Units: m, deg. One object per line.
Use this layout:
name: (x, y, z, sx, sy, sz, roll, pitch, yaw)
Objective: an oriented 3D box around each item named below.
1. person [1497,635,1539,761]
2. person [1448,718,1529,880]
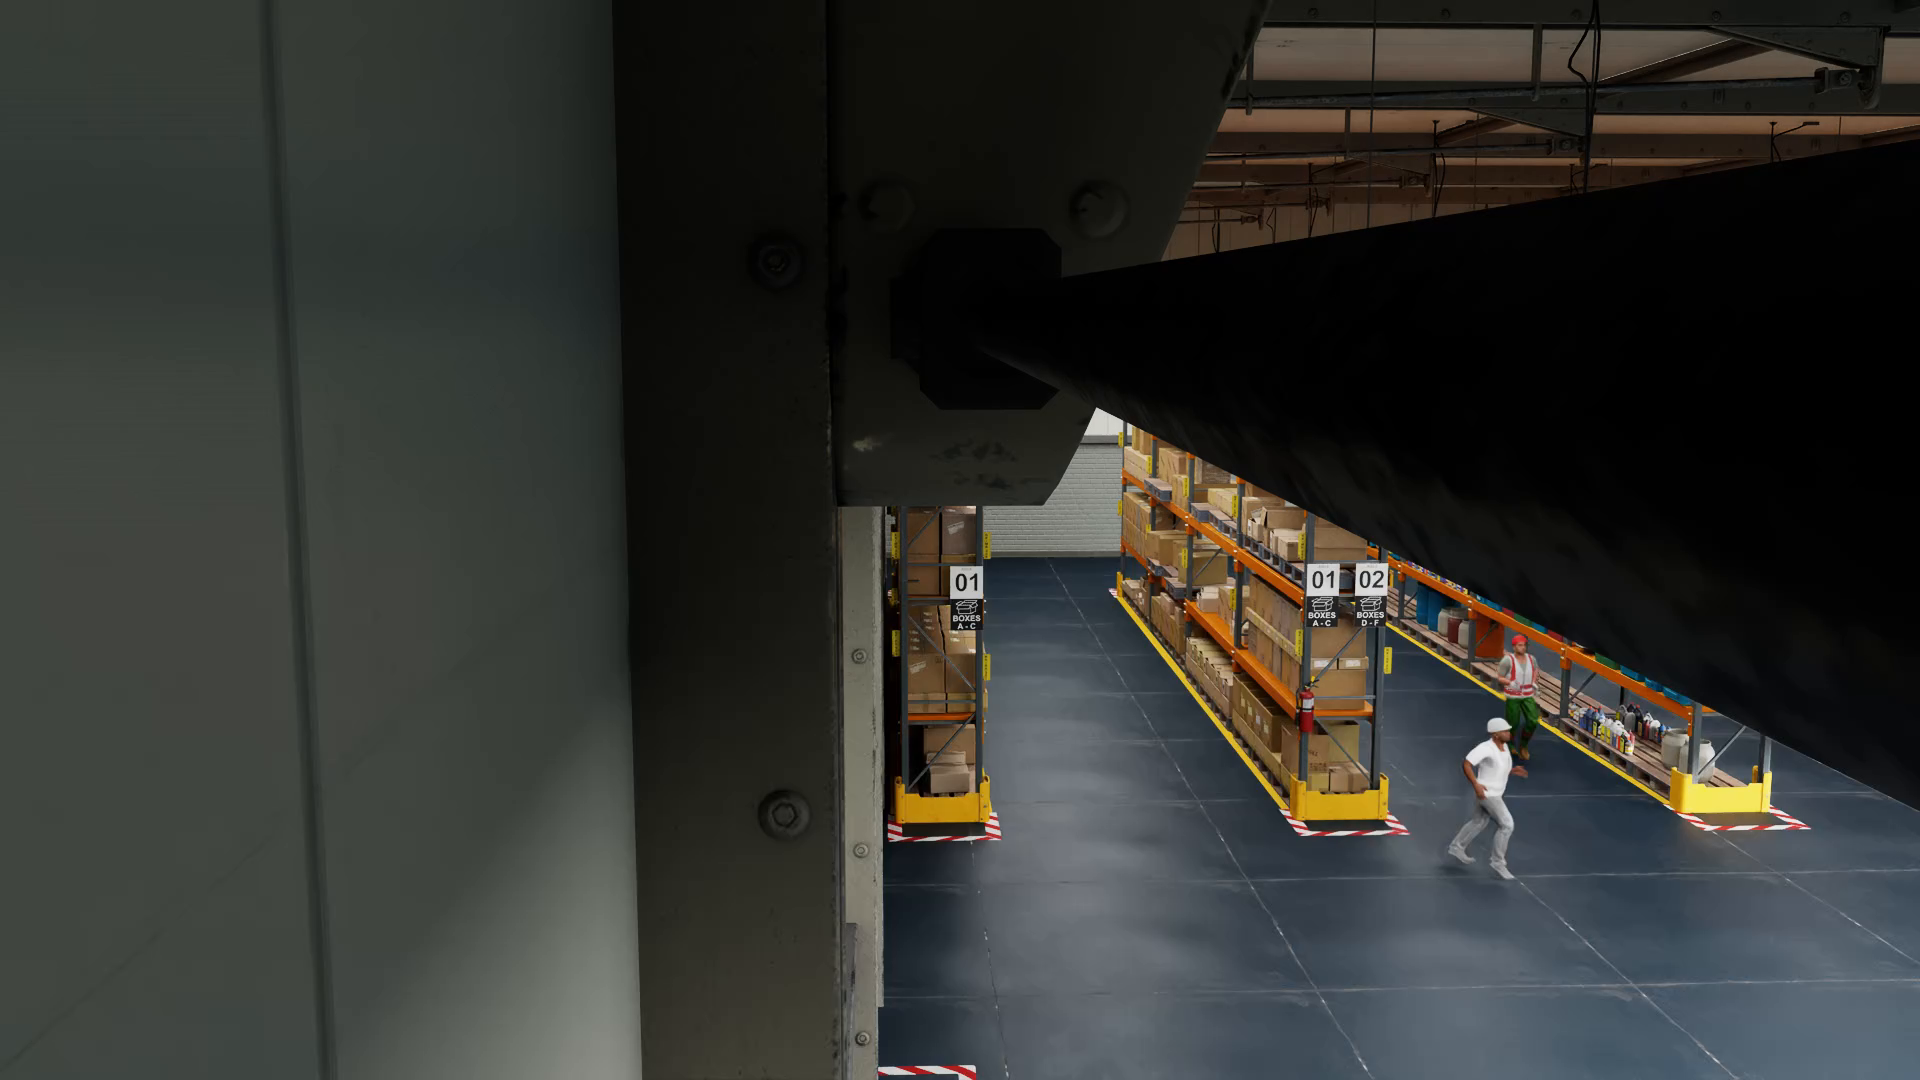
person: (7.810, 2.207, 23.179, 0.628, 1.784, 0.688, 0, 8, -2)
person: (5.916, 2.857, 18.631, 0.818, 1.806, 0.663, 5, 9, 30)
